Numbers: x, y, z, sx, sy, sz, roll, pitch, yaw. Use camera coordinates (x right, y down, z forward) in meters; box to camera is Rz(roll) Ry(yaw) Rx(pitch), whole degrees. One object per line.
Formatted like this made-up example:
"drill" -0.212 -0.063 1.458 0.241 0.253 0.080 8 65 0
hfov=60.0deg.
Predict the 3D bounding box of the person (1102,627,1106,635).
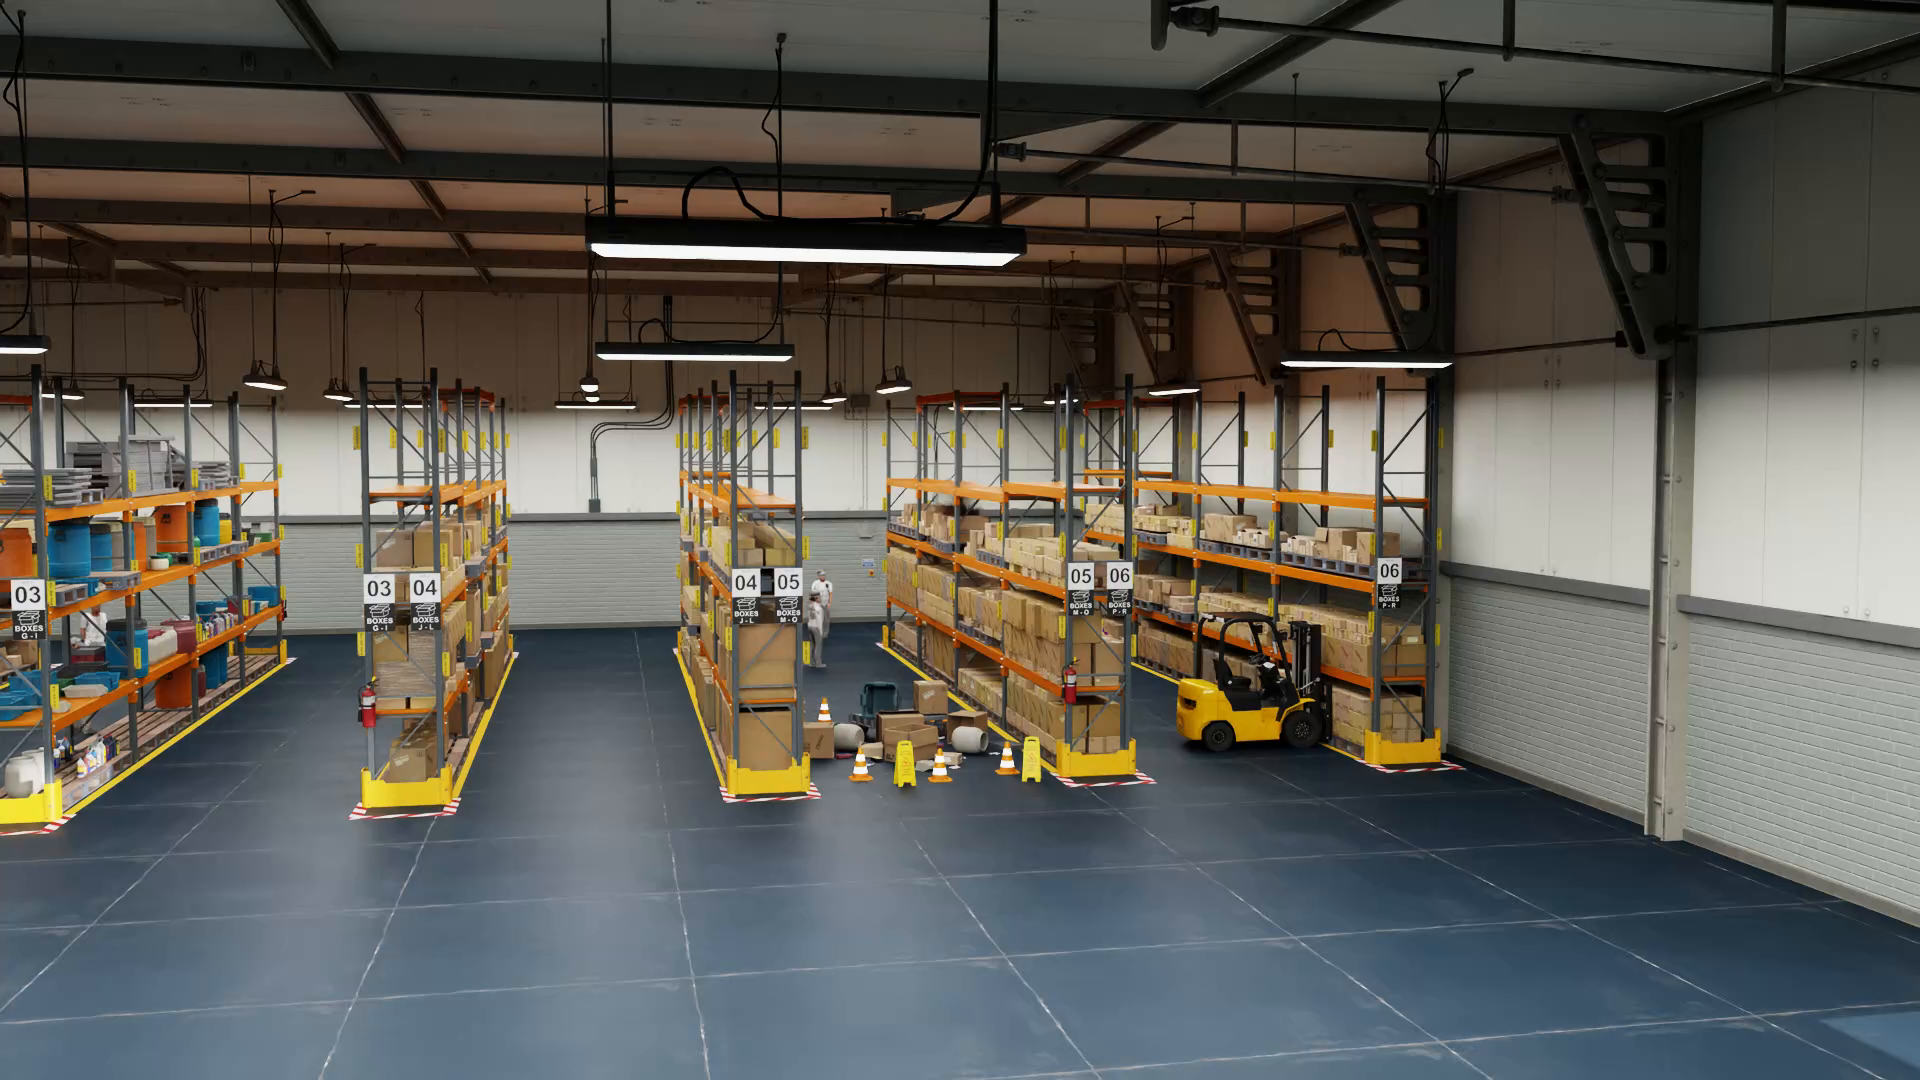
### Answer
"person" 2.433 2.199 31.233 0.659 1.808 0.635 -1 3 -13

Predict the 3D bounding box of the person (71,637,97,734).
"person" -15.022 2.478 28.385 0.451 1.658 0.576 -3 4 -37

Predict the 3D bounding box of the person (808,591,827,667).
"person" -3.158 1.971 36.700 0.380 1.678 0.534 -2 4 -31

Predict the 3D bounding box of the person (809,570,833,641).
"person" -3.519 1.628 41.830 0.604 1.764 0.788 1 3 12

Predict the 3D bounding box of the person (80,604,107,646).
"person" -17.614 2.077 33.846 0.507 1.735 0.955 -1 4 -20
